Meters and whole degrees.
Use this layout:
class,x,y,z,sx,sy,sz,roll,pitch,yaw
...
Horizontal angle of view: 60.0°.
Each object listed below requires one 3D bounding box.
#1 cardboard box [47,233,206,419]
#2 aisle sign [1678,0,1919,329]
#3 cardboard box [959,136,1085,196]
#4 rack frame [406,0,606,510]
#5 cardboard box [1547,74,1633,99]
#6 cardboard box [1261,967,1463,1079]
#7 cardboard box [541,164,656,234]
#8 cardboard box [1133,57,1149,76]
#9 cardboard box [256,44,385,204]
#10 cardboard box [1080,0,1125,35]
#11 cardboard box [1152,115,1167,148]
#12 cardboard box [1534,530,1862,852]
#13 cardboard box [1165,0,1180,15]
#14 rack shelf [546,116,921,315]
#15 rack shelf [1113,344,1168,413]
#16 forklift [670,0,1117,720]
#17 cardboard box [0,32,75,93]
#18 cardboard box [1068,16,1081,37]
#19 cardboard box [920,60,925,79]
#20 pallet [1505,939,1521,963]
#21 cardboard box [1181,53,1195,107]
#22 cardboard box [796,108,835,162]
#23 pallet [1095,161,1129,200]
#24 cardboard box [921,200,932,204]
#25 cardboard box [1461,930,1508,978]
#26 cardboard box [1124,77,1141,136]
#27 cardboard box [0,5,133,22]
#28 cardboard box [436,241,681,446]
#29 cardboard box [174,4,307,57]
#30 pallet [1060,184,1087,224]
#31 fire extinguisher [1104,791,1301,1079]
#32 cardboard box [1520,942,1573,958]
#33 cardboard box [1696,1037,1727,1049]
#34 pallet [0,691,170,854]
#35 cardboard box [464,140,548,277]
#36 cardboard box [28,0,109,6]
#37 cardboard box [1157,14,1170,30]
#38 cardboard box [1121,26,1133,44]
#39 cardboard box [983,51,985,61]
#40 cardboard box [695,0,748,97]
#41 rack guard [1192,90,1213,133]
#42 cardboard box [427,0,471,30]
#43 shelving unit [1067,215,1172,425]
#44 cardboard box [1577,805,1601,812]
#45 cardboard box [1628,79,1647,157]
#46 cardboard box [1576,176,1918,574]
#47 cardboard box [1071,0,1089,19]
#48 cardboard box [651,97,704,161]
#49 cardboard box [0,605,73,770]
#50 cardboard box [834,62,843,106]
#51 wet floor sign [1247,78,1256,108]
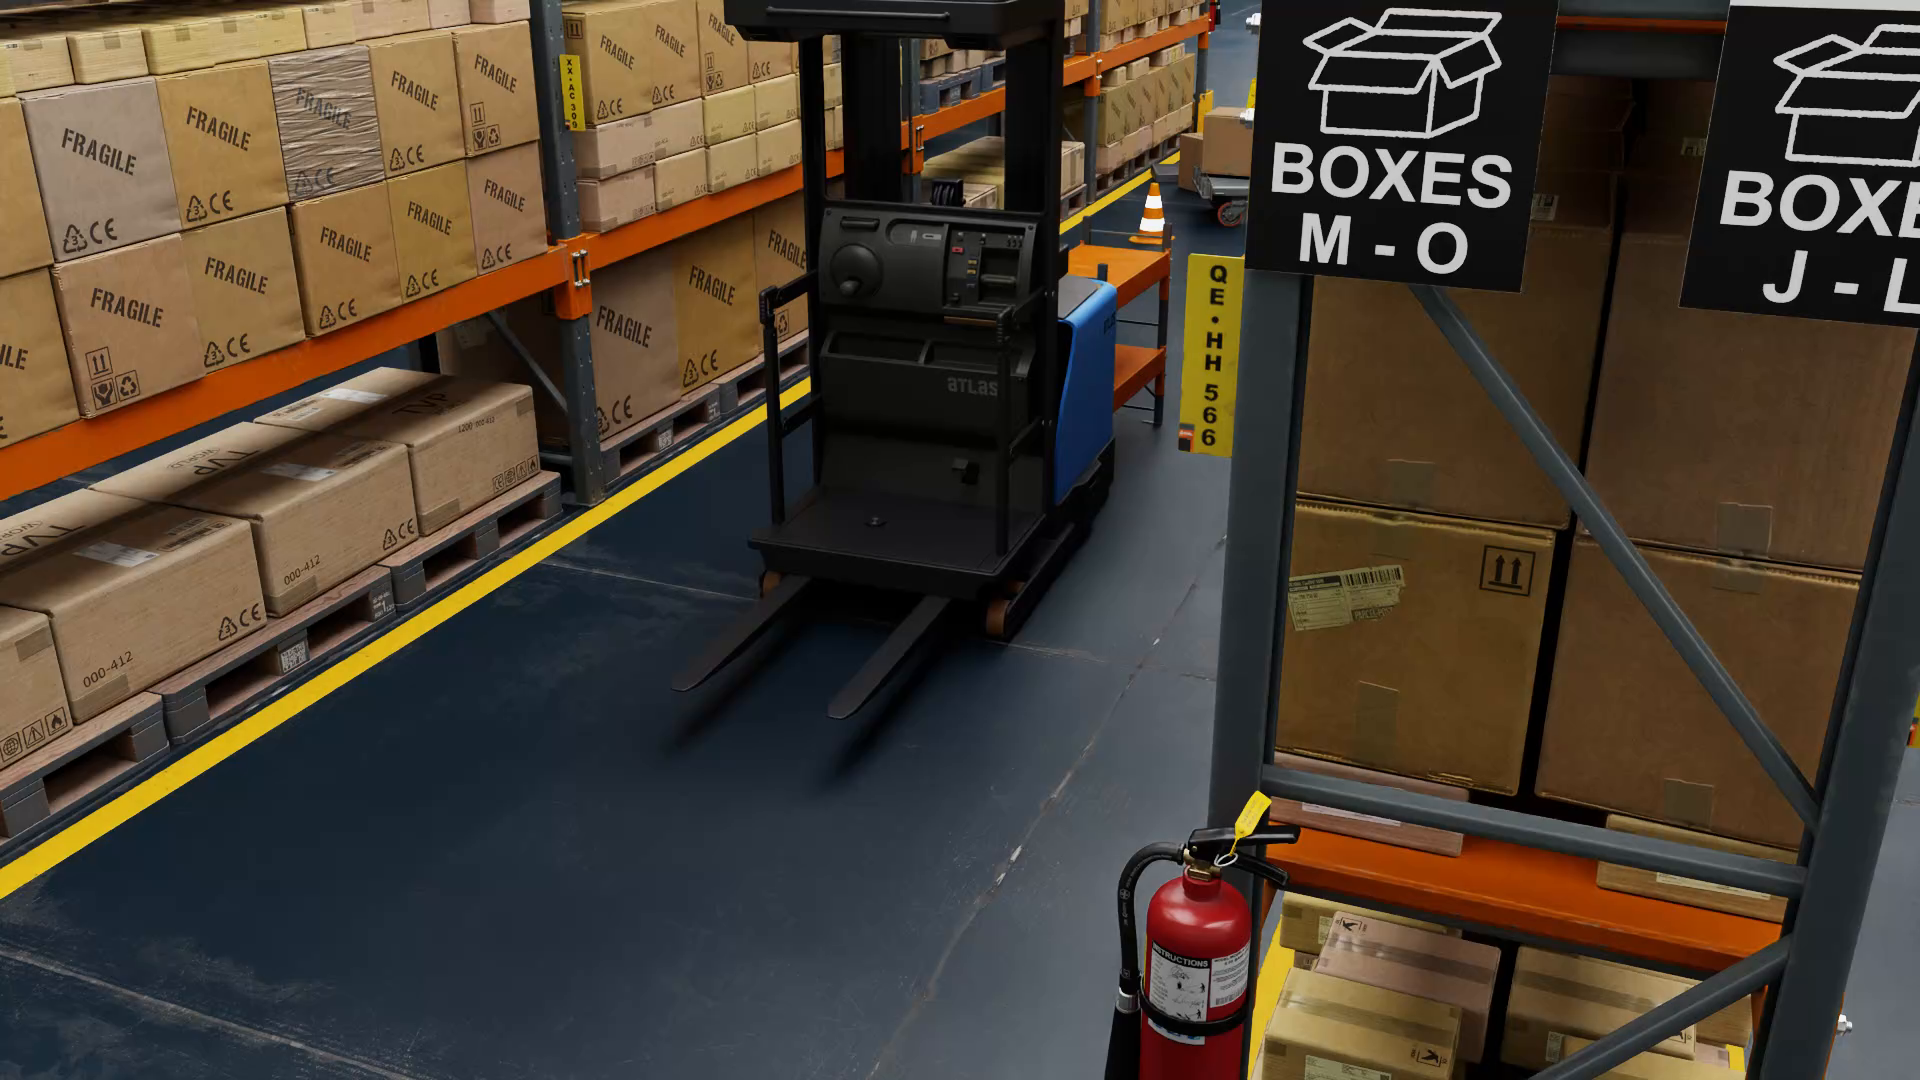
class,x,y,z,sx,sy,sz,roll,pitch,yaw
cardboard box,-2.910,-0.736,5.491,0.500,0.500,0.500,9,24,20
aisle sign,1.162,-0.653,2.048,0.394,0.787,0.004,9,24,20
cardboard box,0.542,-3.282,14.581,0.950,0.372,0.625,9,24,21
rack frame,-2.237,-1.626,7.752,1.000,3.000,0.127,9,24,20
cardboard box,1.417,-0.925,4.260,0.500,0.500,0.500,8,24,18
cardboard box,0.872,1.099,3.609,0.380,0.149,0.250,9,24,21
cardboard box,-1.828,-1.677,8.067,0.500,0.250,0.500,8,24,19
cardboard box,1.593,-4.549,15.957,0.380,0.149,0.250,10,25,23
cardboard box,-2.532,-1.562,6.170,0.500,0.500,0.500,9,24,21
cardboard box,1.157,-4.790,14.810,0.500,0.500,0.500,9,24,20
cardboard box,1.781,-4.145,16.805,0.500,0.250,0.500,8,24,18
cardboard box,1.334,0.173,2.928,0.500,0.500,0.500,10,25,23
cardboard box,1.896,-5.513,16.541,0.500,0.500,0.500,9,24,20
rack shelf,-1.494,-2.010,9.604,1.077,0.370,4.000,9,24,20
rack shelf,0.690,-0.803,8.846,0.538,0.278,1.000,10,25,22
forklift,-0.209,-1.126,6.642,1.130,2.935,3.031,8,24,18
cardboard box,-2.970,-1.468,5.104,0.380,0.149,0.250,9,24,21
cardboard box,0.800,-4.343,14.038,0.380,0.149,0.250,9,24,21
cardboard box,-0.457,-3.225,11.361,0.380,0.149,0.250,7,24,17
pallet,1.729,1.016,5.043,1.003,0.211,1.213,9,24,20
cardboard box,2.165,-4.868,17.561,0.500,0.500,0.500,9,24,20
cardboard box,-1.075,-2.407,9.816,0.500,0.250,0.500,9,24,20
pallet,0.952,-3.448,15.730,1.003,0.211,1.213,9,24,20
cardboard box,-0.532,-2.240,12.085,0.950,0.372,0.625,7,24,16
cardboard box,1.229,0.965,4.317,0.380,0.149,0.250,8,24,19
cardboard box,1.393,-4.126,15.786,0.500,0.500,0.500,10,25,22
cardboard box,-3.178,-1.815,5.935,0.380,0.149,0.250,9,24,20
cardboard box,-2.081,-1.073,8.639,0.875,0.875,0.875,10,25,22
cardboard box,-2.589,-1.829,5.968,0.380,0.149,0.250,8,24,19
pallet,0.447,-2.924,14.475,1.003,0.211,1.213,9,24,20
fire extinguisher,0.389,0.709,2.744,0.296,0.674,0.183,9,24,20
cardboard box,1.507,1.121,3.942,0.380,0.149,0.250,9,24,21
cardboard box,1.707,1.187,4.171,0.380,0.149,0.250,9,24,21
pallet,-3.498,0.795,5.574,1.003,0.211,1.213,9,24,20
cardboard box,-2.172,-1.470,7.247,0.500,0.500,0.500,9,24,21
cardboard box,-5.795,-3.398,11.314,0.797,0.503,0.637,8,24,19
cardboard box,1.870,-5.172,16.567,0.380,0.149,0.250,9,24,20
cardboard box,1.390,-4.721,15.486,0.380,0.149,0.250,10,25,22
cardboard box,-0.038,-3.606,12.272,0.380,0.149,0.250,10,25,23
cardboard box,-1.454,-2.615,8.692,0.500,0.500,0.500,8,24,19
rack guard,2.193,-4.740,18.449,1.175,0.500,0.348,9,24,20
cardboard box,-2.254,-2.199,6.853,0.380,0.149,0.250,9,24,21
shelving unit,0.690,-1.028,8.752,0.538,1.125,1.048,10,25,22
cardboard box,1.392,0.428,3.161,0.380,0.149,0.250,10,25,22
cardboard box,2.083,-1.025,4.499,0.500,0.500,0.500,9,24,21
cardboard box,1.324,-0.290,2.739,0.500,0.500,0.500,9,24,20
cardboard box,0.776,-4.668,13.973,0.500,0.500,0.500,8,24,19
cardboard box,-1.644,-2.095,8.421,0.500,0.250,0.500,9,24,21
cardboard box,-3.570,0.543,5.337,0.875,0.438,0.875,8,24,18
cardboard box,-0.882,-2.825,10.169,0.500,0.250,0.500,8,24,19
wet floor sign,3.285,-4.749,18.282,0.267,0.644,0.232,19,29,38
